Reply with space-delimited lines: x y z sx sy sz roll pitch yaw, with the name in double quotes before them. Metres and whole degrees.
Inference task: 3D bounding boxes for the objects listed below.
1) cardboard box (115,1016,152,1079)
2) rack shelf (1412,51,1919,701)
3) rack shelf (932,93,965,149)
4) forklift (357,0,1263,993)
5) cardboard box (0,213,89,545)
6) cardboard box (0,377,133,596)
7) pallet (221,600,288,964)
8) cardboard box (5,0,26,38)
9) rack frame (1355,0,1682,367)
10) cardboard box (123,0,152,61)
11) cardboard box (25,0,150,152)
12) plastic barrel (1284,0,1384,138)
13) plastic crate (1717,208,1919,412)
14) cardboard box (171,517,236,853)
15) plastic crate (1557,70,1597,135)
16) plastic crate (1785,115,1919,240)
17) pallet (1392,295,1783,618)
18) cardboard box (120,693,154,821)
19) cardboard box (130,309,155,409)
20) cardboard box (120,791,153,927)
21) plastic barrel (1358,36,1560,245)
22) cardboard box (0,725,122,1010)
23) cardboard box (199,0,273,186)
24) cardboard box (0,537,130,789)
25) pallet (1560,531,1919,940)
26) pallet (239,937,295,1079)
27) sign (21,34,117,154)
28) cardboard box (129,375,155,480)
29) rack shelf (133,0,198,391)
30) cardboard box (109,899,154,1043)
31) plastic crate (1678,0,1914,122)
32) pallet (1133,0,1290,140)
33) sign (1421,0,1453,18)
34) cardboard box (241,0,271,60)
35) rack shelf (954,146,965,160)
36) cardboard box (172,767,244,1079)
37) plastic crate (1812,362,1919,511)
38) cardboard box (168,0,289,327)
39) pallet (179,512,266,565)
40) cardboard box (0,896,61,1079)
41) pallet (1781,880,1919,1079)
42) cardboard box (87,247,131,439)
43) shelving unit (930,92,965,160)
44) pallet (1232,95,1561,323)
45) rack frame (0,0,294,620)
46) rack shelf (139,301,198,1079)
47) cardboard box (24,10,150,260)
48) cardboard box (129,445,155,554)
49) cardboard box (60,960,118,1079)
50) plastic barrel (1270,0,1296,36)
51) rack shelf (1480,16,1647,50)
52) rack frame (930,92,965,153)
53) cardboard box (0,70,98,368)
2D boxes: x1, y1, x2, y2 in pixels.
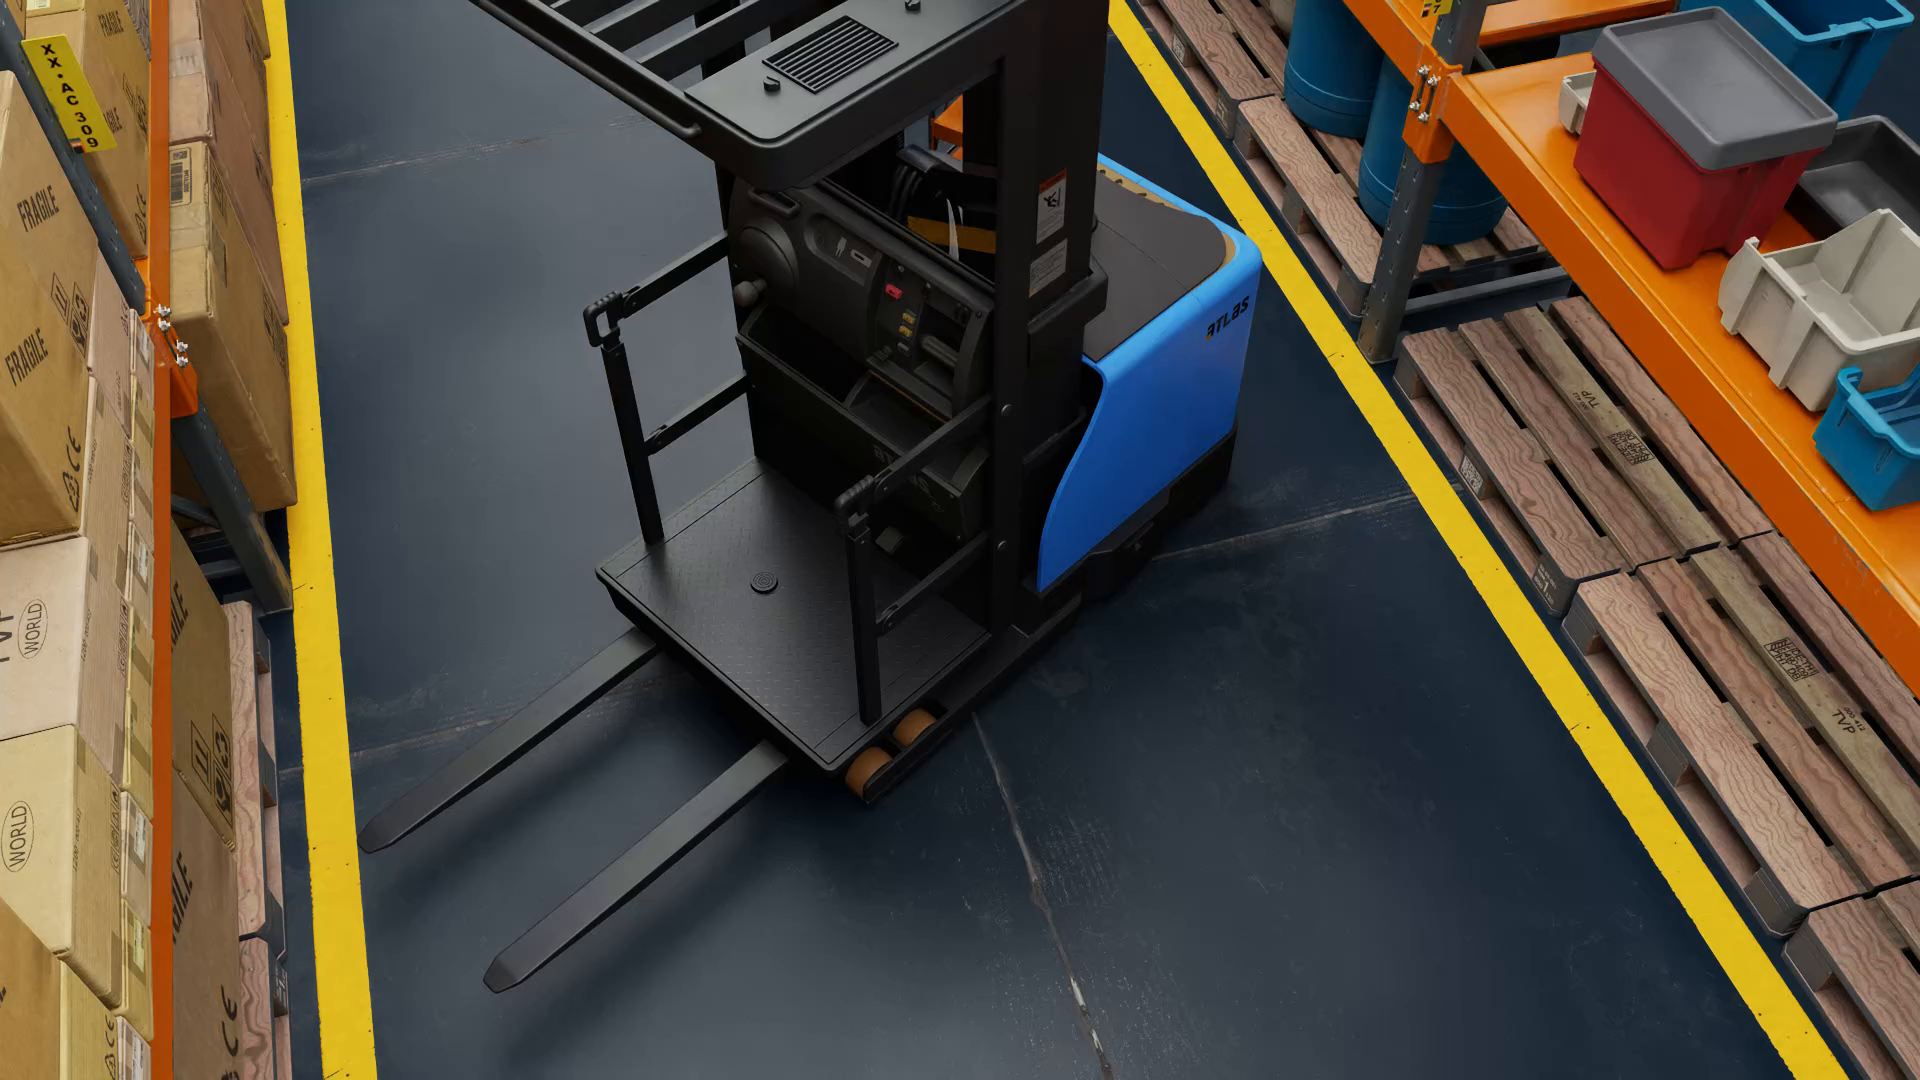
"cardboard box" -1.708 1.068 3.052 0.380 0.149 0.250 -14 51 -11
"rack shelf" 2.605 -0.089 4.334 1.077 0.370 4.000 -13 51 -11
"rack shelf" 0.168 -1.441 5.975 0.480 0.148 0.258 25 54 20
"forklift" -0.432 -0.601 4.340 1.130 2.935 3.031 36 59 27
"cardboard box" -2.183 -0.309 3.462 0.500 0.500 0.500 -13 51 -11
"cardboard box" -2.182 -0.069 3.750 0.500 0.250 0.500 -12 51 -10
"pallet" -2.568 0.810 4.929 1.003 0.211 1.213 -13 51 -11
"cardboard box" -2.915 -1.482 4.316 0.797 0.503 0.637 -15 51 -12
"rack frame" 2.013 -1.782 5.290 1.000 3.000 0.127 -13 51 -11
"cardboard box" -2.913 -1.819 5.256 0.500 0.500 0.500 -14 51 -12
"cardboard box" -2.765 -1.453 4.948 0.500 0.500 0.500 -13 51 -11
"plastic barrel" 1.659 -2.159 6.706 0.600 0.901 0.708 -13 51 -11
"plastic crate" 2.289 -0.606 4.337 0.437 0.282 0.530 -13 51 -11
"cardboard box" -2.600 0.388 4.576 0.875 0.875 0.875 -13 51 -11
"plastic crate" 2.014 -1.344 5.054 0.396 0.136 0.243 -13 51 -11
"plastic crate" 2.601 -0.956 4.734 0.437 0.125 0.590 -13 51 -11
"pallet" 2.268 -0.355 5.911 1.003 0.211 1.213 -13 51 -11
"cardboard box" -1.935 0.506 3.526 0.380 0.149 0.250 -14 51 -12
"cardboard box" -2.315 -0.432 4.317 0.380 0.149 0.250 -13 51 -11
"cardboard box" -1.861 0.692 3.369 0.380 0.149 0.250 -13 51 -10
"plastic barrel" 1.869 -1.642 6.270 0.600 0.901 0.708 -13 51 -11
"cardboard box" -1.884 0.675 3.123 0.500 0.250 0.500 -14 51 -12
"cardboard box" -3.461 -1.872 6.481 1.225 0.875 0.875 -13 51 -11
"cardboard box" -2.031 0.304 3.435 0.500 0.250 0.500 -12 51 -10
"pallet" 2.632 0.538 5.158 1.003 0.211 1.213 -13 51 -11
"pallet" -2.204 1.703 4.177 1.003 0.211 1.213 -13 51 -11
"sign" -2.189 -1.093 4.091 0.100 0.325 0.005 -13 51 -11
"cardboard box" -2.239 -0.244 4.158 0.380 0.149 0.250 -12 51 -10
"rack shelf" -3.310 -1.891 5.853 1.077 0.370 4.000 -13 51 -11
"cardboard box" -1.781 0.884 3.207 0.380 0.149 0.250 -14 51 -12
"plastic crate" 2.477 -1.532 5.051 0.392 0.384 0.575 -13 51 -11
"pallet" 1.460 -2.349 7.592 1.003 0.211 1.213 -13 51 -11
"sign" 1.487 -1.748 5.081 0.100 0.325 0.005 -13 51 -11
"cardboard box" -3.717 -2.525 7.032 1.225 0.875 0.875 -15 52 -13
"rack shelf" 0.168 -1.297 6.146 0.480 0.148 0.258 25 54 20
"cardboard box" -2.333 1.045 4.022 0.875 0.875 0.875 -13 51 -11
"plastic crate" 2.344 -0.268 4.084 0.416 0.233 0.300 -13 51 -11
"cardboard box" -3.192 -1.228 5.938 1.225 0.875 0.875 -15 51 -12
"pallet" -3.018 -0.310 5.873 1.003 0.211 1.213 -13 51 -11
"cardboard box" -1.726 0.817 2.513 0.500 0.500 0.500 -15 51 -12
"pallet" 2.989 1.427 4.409 1.003 0.211 1.213 -13 51 -11
"cardboard box" -2.337 -0.446 4.068 0.500 0.250 0.500 -14 51 -12
"shelving unit" 0.168 -1.340 6.095 0.503 1.200 0.258 25 54 20
"pallet" 1.825 -1.456 6.839 1.003 0.211 1.213 -13 51 -11
"rack frame" -2.718 -0.662 4.346 1.000 3.000 0.127 -13 51 -11
"rack shelf" -2.127 1.031 3.390 1.077 0.370 4.000 -13 51 -11
"cardboard box" -2.615 -1.087 4.639 0.500 0.500 0.500 -13 51 -11
"cardboard box" -2.163 -0.057 4.000 0.380 0.149 0.250 -14 51 -12
"cardboard box" -1.725 1.055 2.803 0.500 0.250 0.500 -15 51 -12
"plastic barrel" 1.578 -2.466 7.220 0.421 0.512 0.421 0 50 0
"rack shelf" 1.422 -3.057 6.742 0.831 0.071 3.687 -13 51 -11
"rack frame" -0.040 -1.438 6.177 0.015 1.200 0.240 25 54 20
"cardboard box" -2.327 -0.676 3.771 0.500 0.500 0.500 -12 51 -10
